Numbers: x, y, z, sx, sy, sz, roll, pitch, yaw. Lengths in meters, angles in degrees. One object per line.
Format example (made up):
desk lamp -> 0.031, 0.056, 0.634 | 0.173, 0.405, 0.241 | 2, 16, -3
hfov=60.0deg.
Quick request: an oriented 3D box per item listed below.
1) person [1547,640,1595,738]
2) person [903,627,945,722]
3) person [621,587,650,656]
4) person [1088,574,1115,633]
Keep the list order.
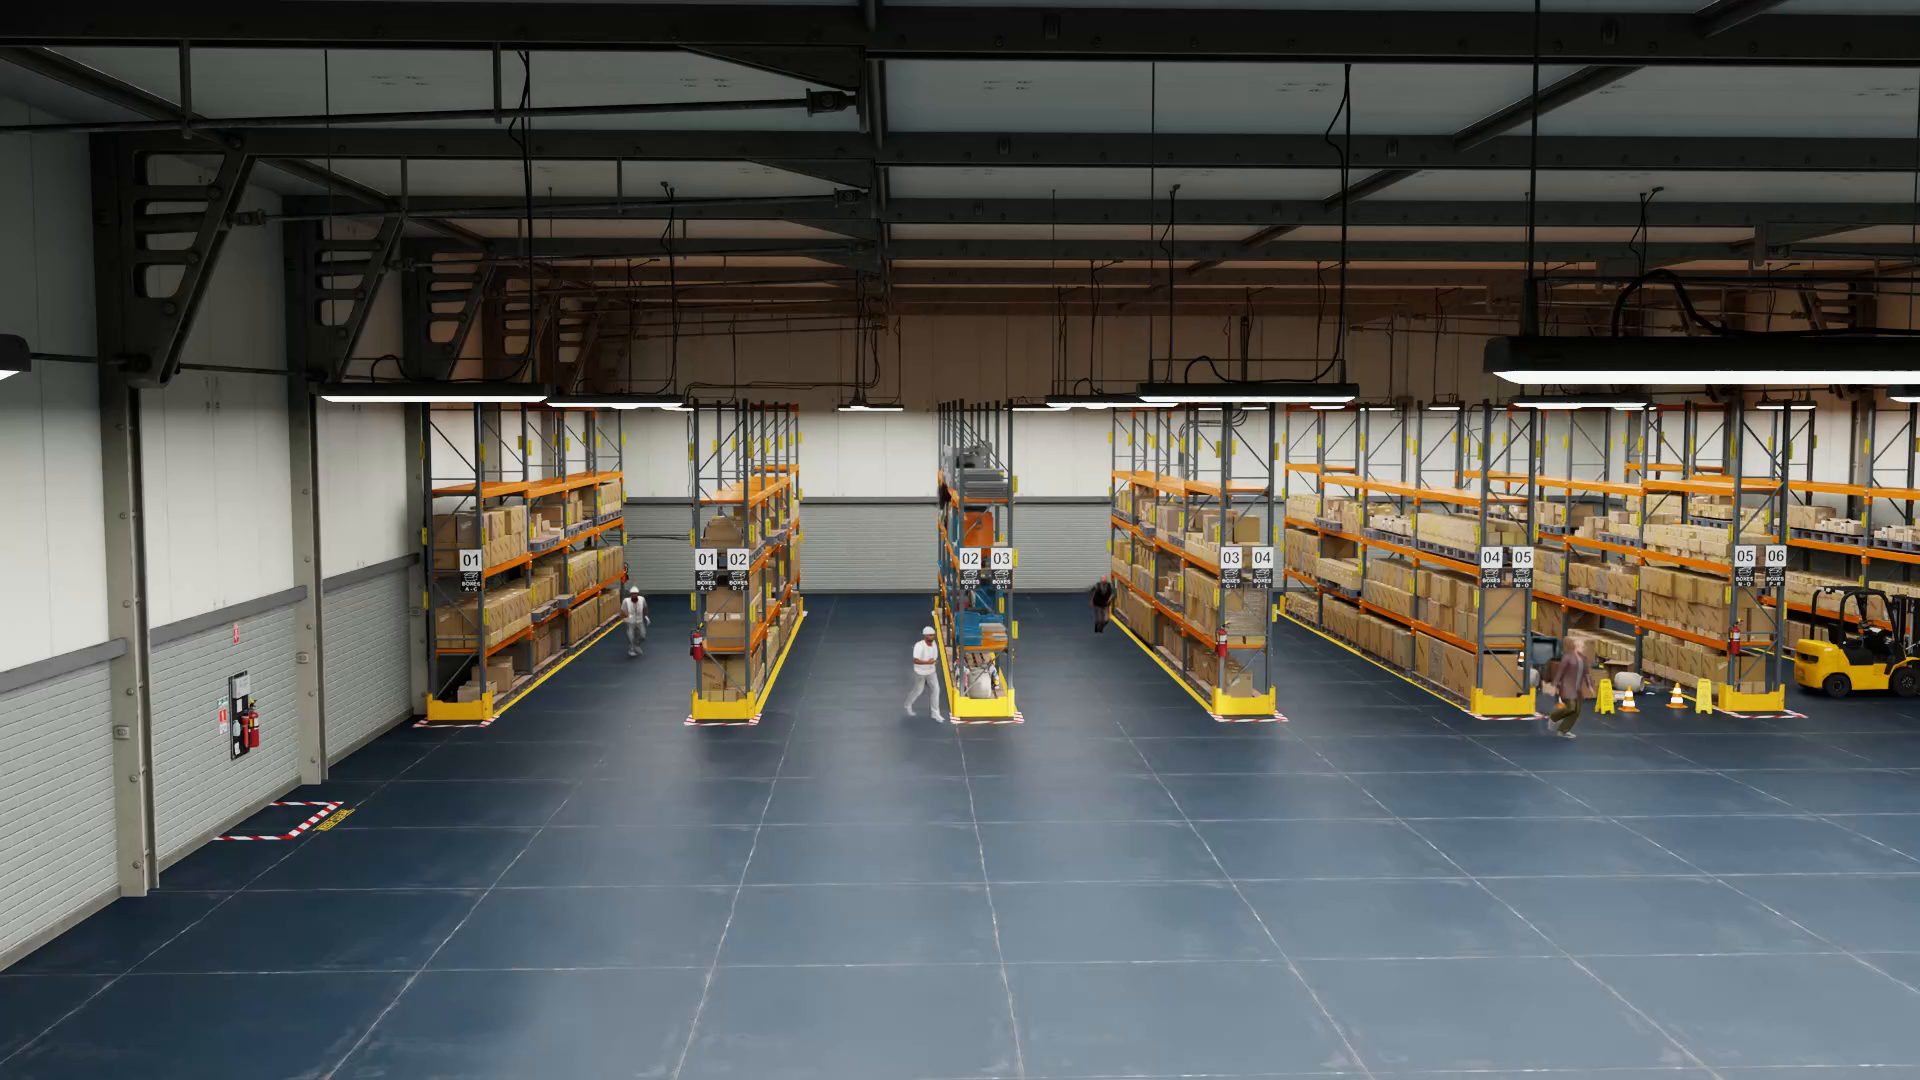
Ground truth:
person -> 10.789, 2.620, 29.386 | 0.717, 1.725, 0.651 | -3, 5, -32
person -> -0.683, 2.481, 31.032 | 0.637, 1.766, 0.958 | -4, 6, -41
person -> -7.619, 1.929, 39.040 | 0.701, 1.676, 0.777 | -2, 5, -23
person -> 3.542, 1.591, 41.351 | 0.621, 1.508, 0.683 | -1, 4, -14
